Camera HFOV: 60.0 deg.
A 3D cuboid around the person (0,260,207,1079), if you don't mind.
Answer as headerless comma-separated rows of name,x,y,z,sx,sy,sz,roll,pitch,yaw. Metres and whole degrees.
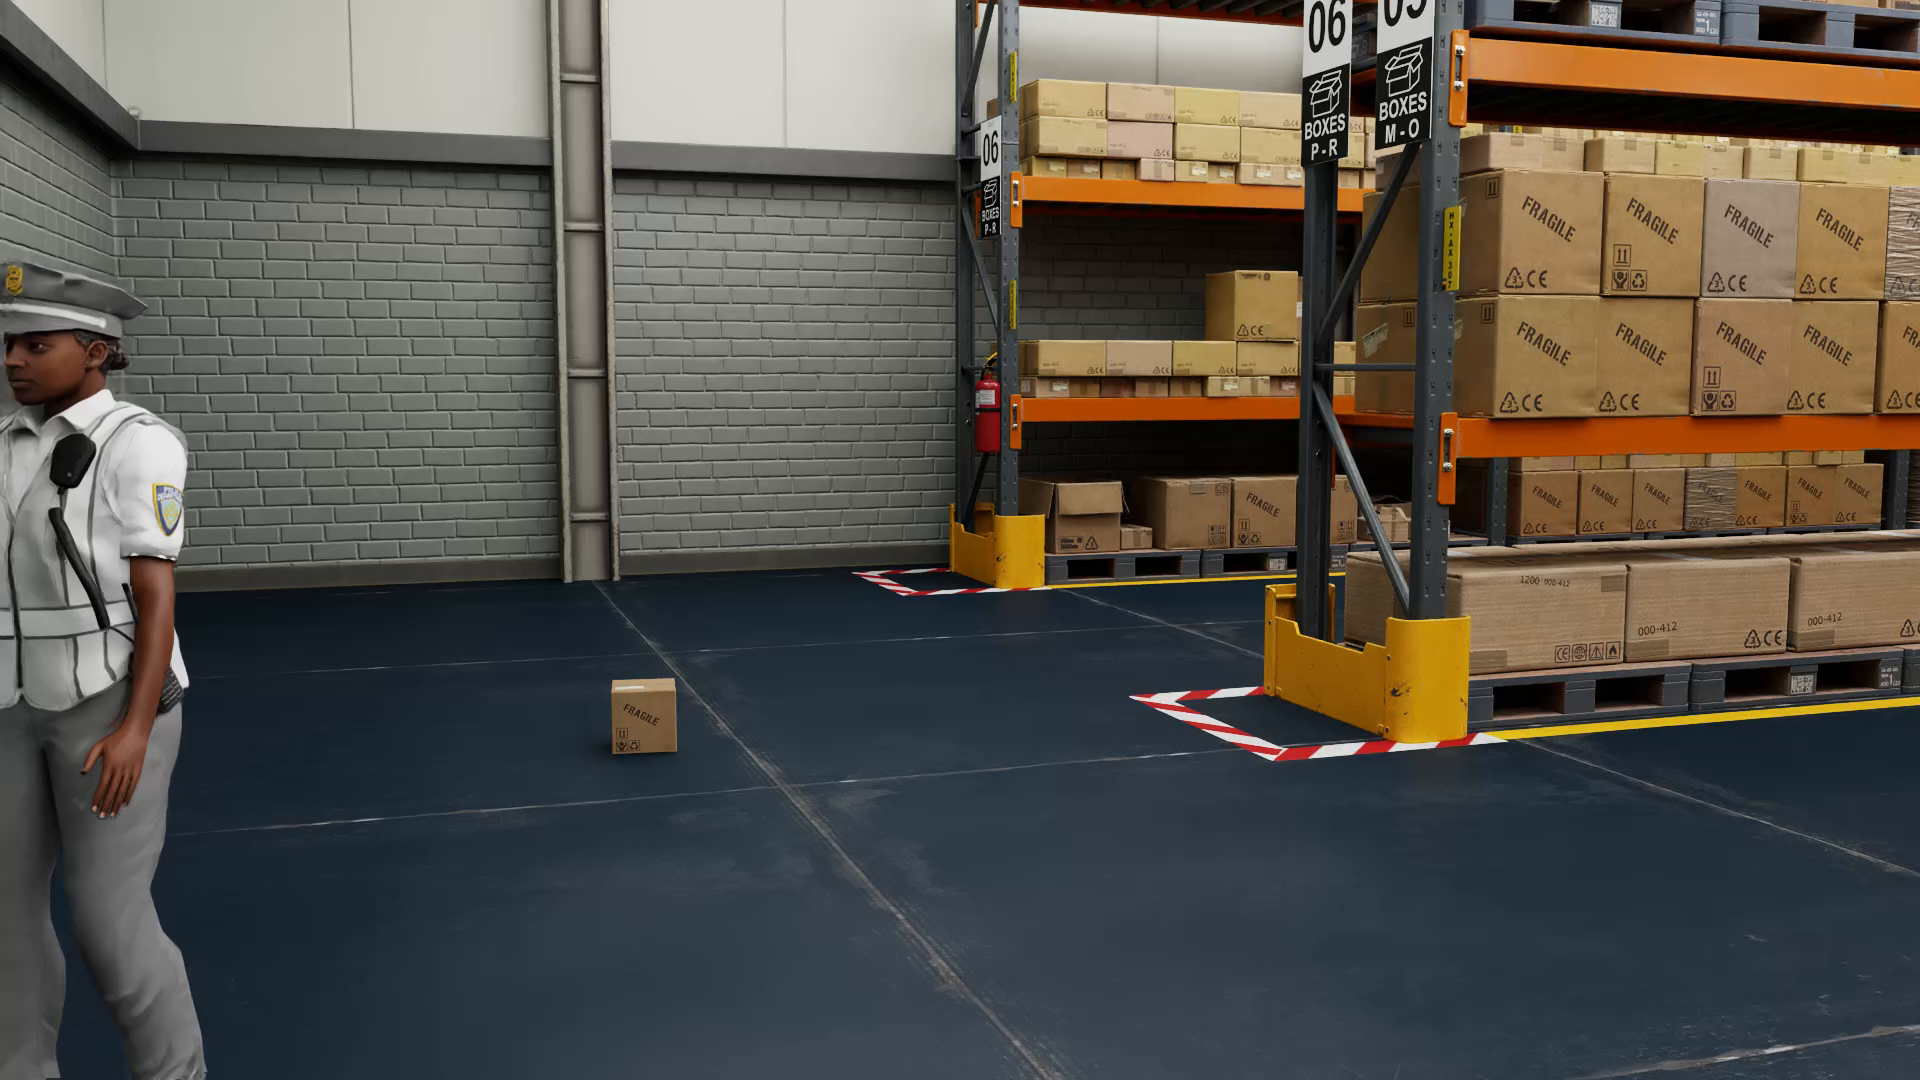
person,-1.660,0.345,3.041,0.489,1.695,0.451,1,6,11
